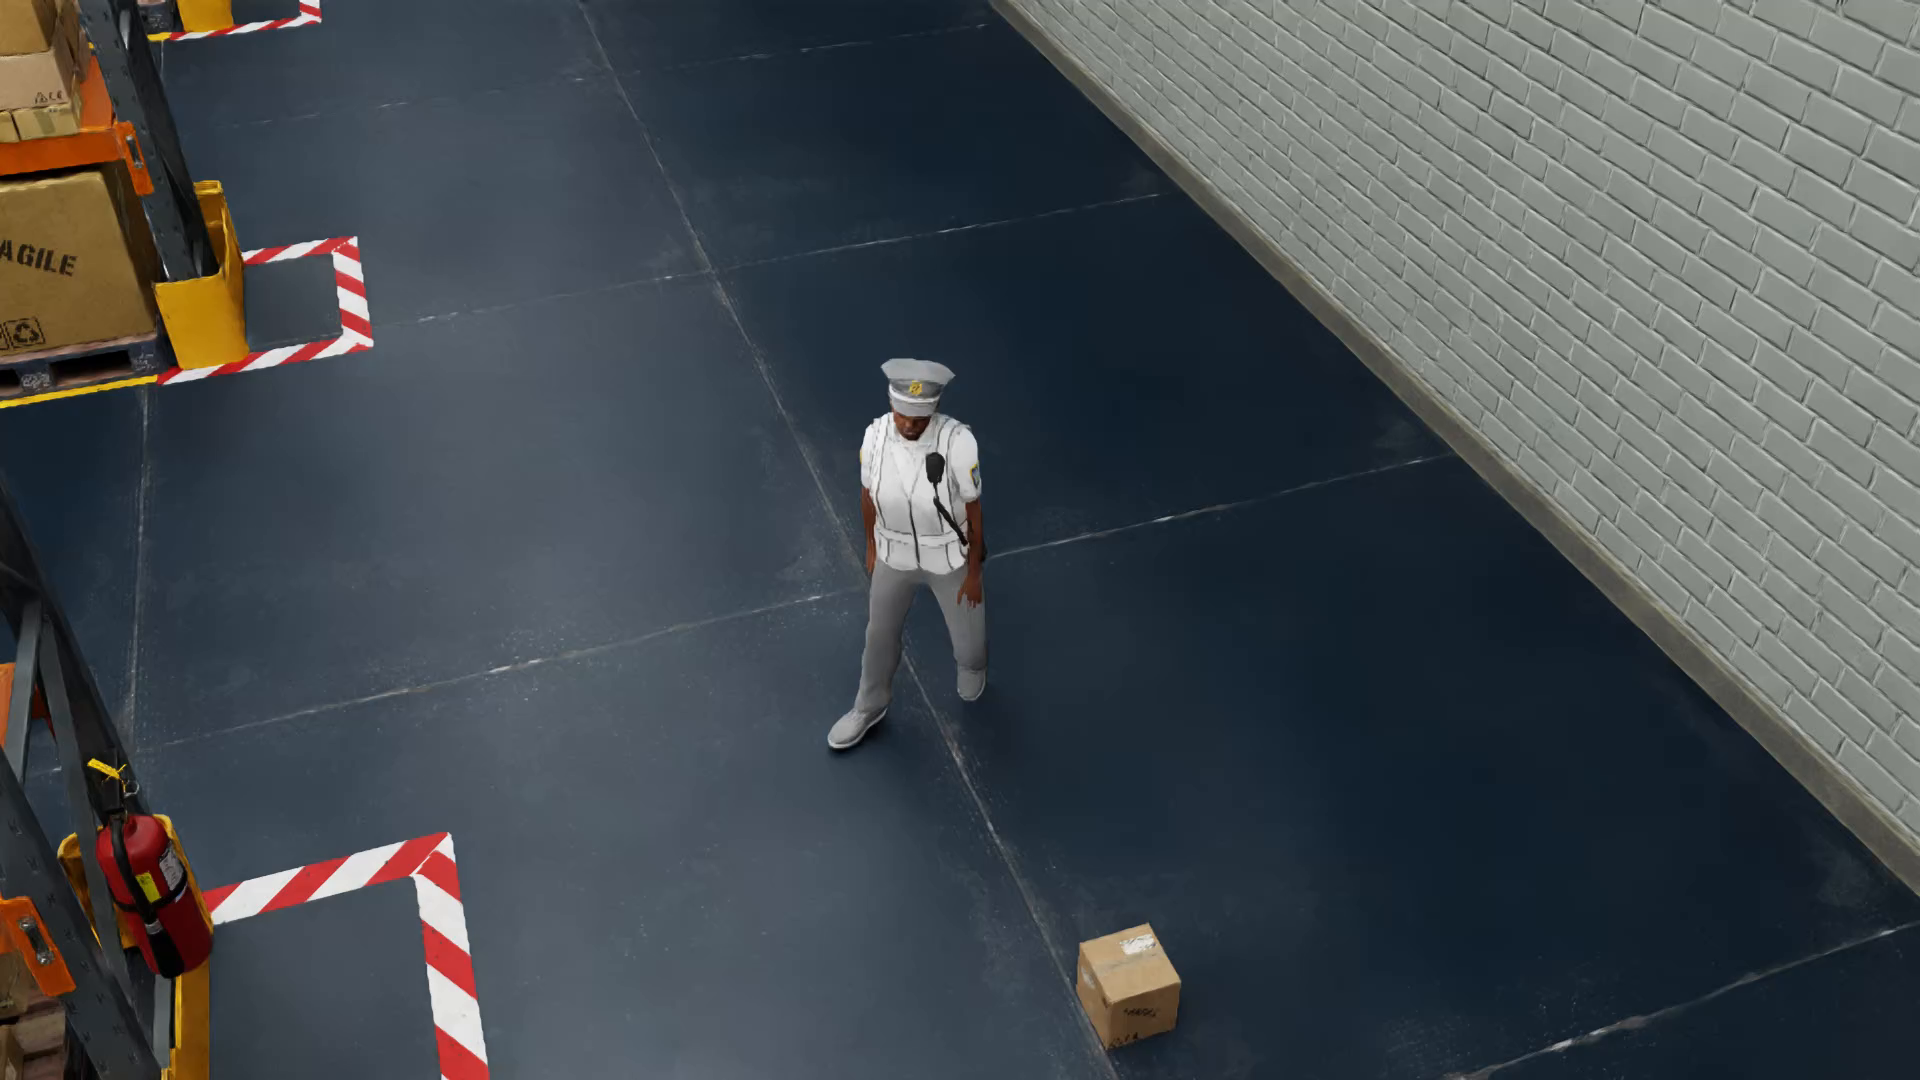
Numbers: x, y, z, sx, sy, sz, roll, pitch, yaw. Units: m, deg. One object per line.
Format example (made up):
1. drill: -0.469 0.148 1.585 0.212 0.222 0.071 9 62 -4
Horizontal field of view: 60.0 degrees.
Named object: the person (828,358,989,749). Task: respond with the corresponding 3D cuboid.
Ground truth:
1. person: -0.164 0.038 6.067 0.613 1.668 0.535 9 39 11
